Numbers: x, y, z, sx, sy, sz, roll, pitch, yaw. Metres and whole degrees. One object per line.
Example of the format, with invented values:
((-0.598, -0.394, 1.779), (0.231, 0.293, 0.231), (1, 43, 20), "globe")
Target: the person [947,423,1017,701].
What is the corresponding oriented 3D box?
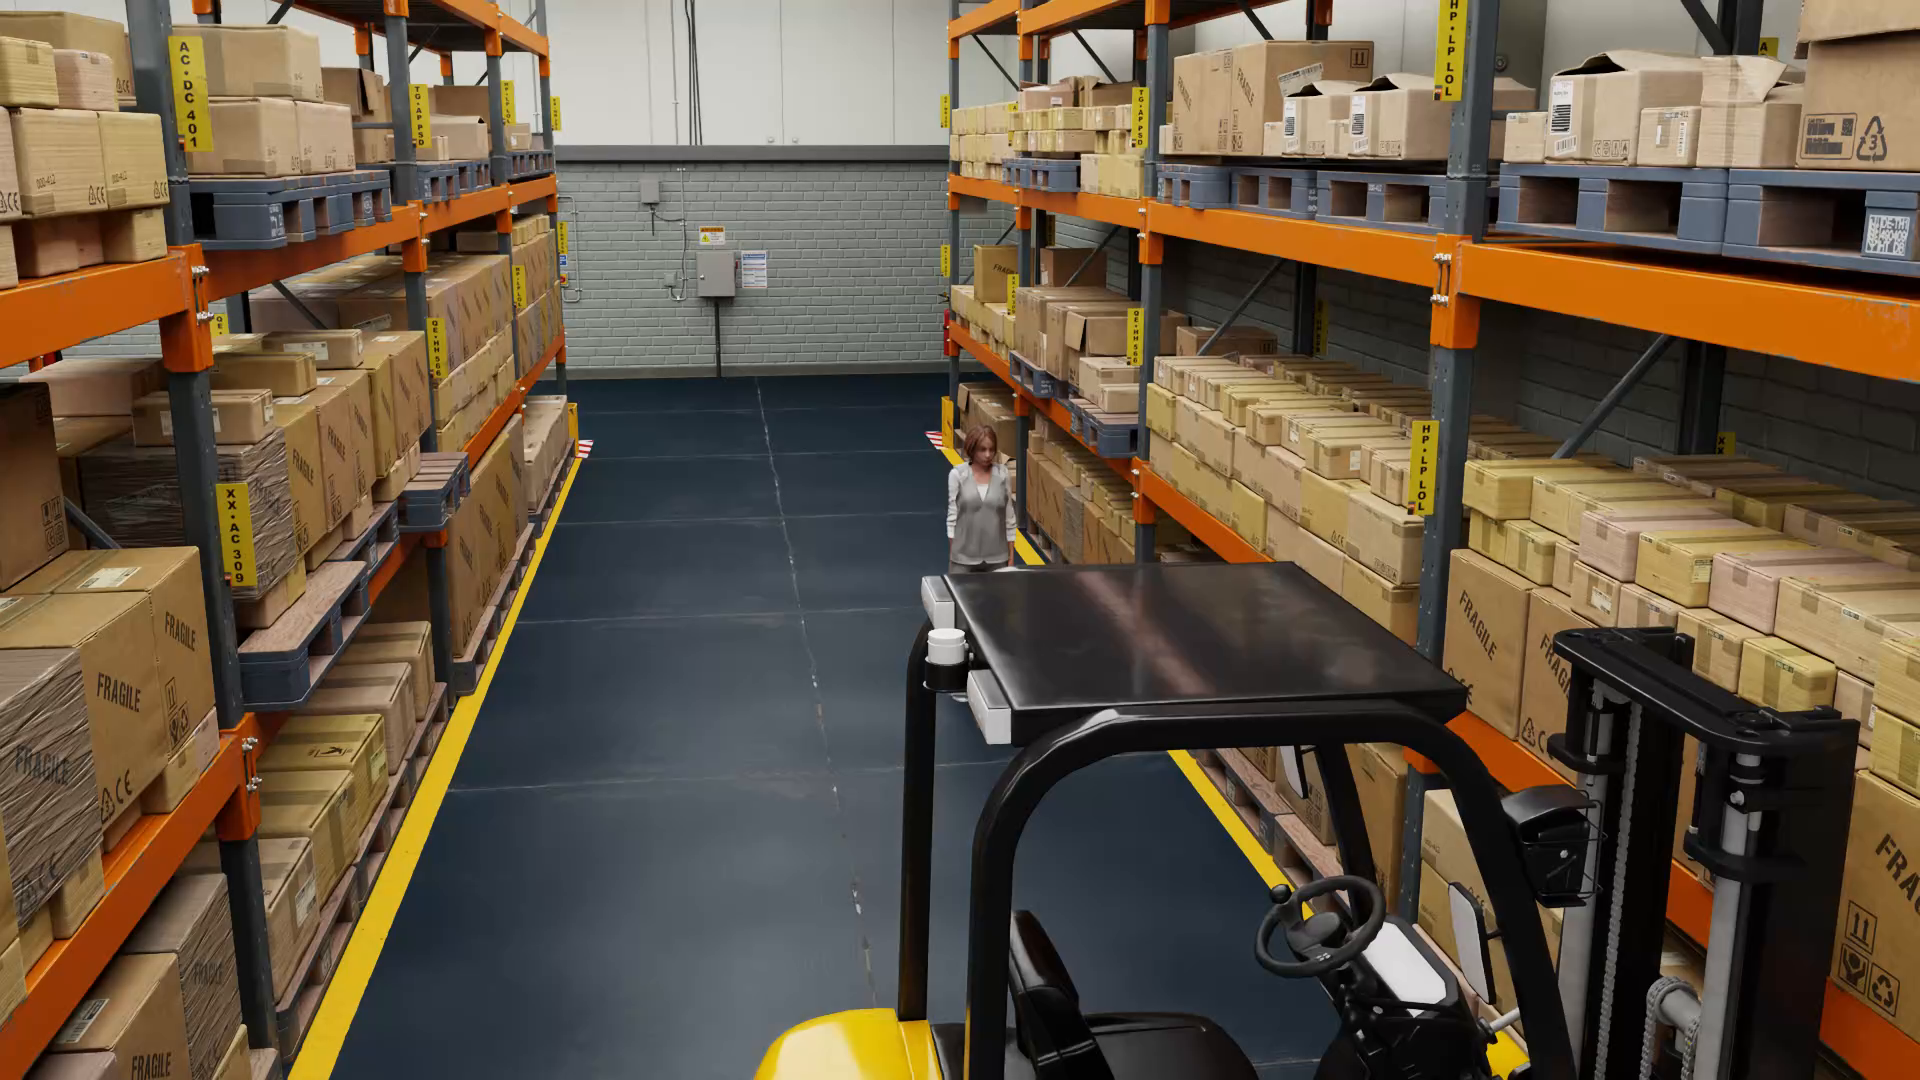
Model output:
((0.127, 0.127, 9.511), (0.407, 1.600, 0.305), (-3, 14, -11), "person")
